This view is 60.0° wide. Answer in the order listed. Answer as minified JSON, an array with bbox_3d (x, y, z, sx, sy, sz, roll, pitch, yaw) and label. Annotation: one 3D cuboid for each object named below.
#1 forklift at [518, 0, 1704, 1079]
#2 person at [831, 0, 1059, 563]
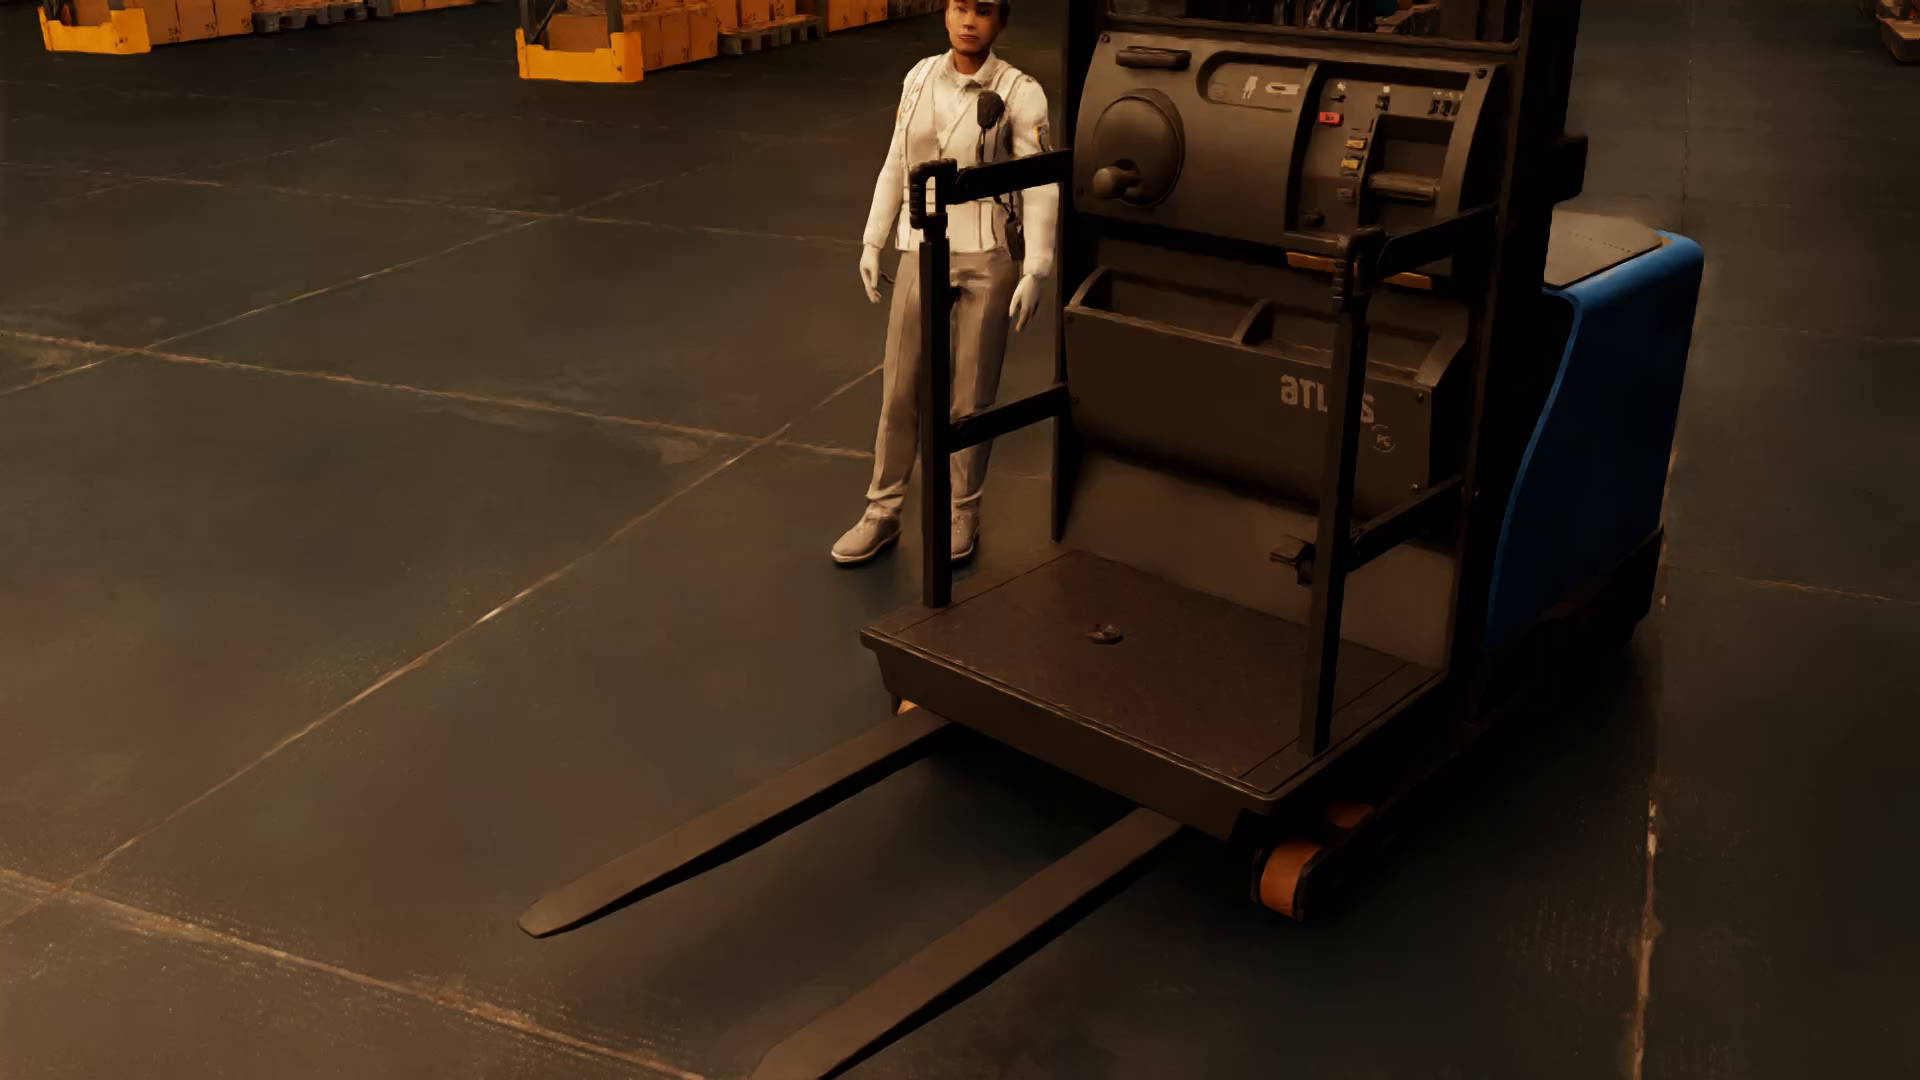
[{"bbox_3d":[0.490,-0.821,3.256,1.130,2.935,3.031,19,29,38],"label":"forklift"},{"bbox_3d":[-0.032,-0.766,4.708,0.586,1.695,0.532,9,24,21],"label":"person"}]
